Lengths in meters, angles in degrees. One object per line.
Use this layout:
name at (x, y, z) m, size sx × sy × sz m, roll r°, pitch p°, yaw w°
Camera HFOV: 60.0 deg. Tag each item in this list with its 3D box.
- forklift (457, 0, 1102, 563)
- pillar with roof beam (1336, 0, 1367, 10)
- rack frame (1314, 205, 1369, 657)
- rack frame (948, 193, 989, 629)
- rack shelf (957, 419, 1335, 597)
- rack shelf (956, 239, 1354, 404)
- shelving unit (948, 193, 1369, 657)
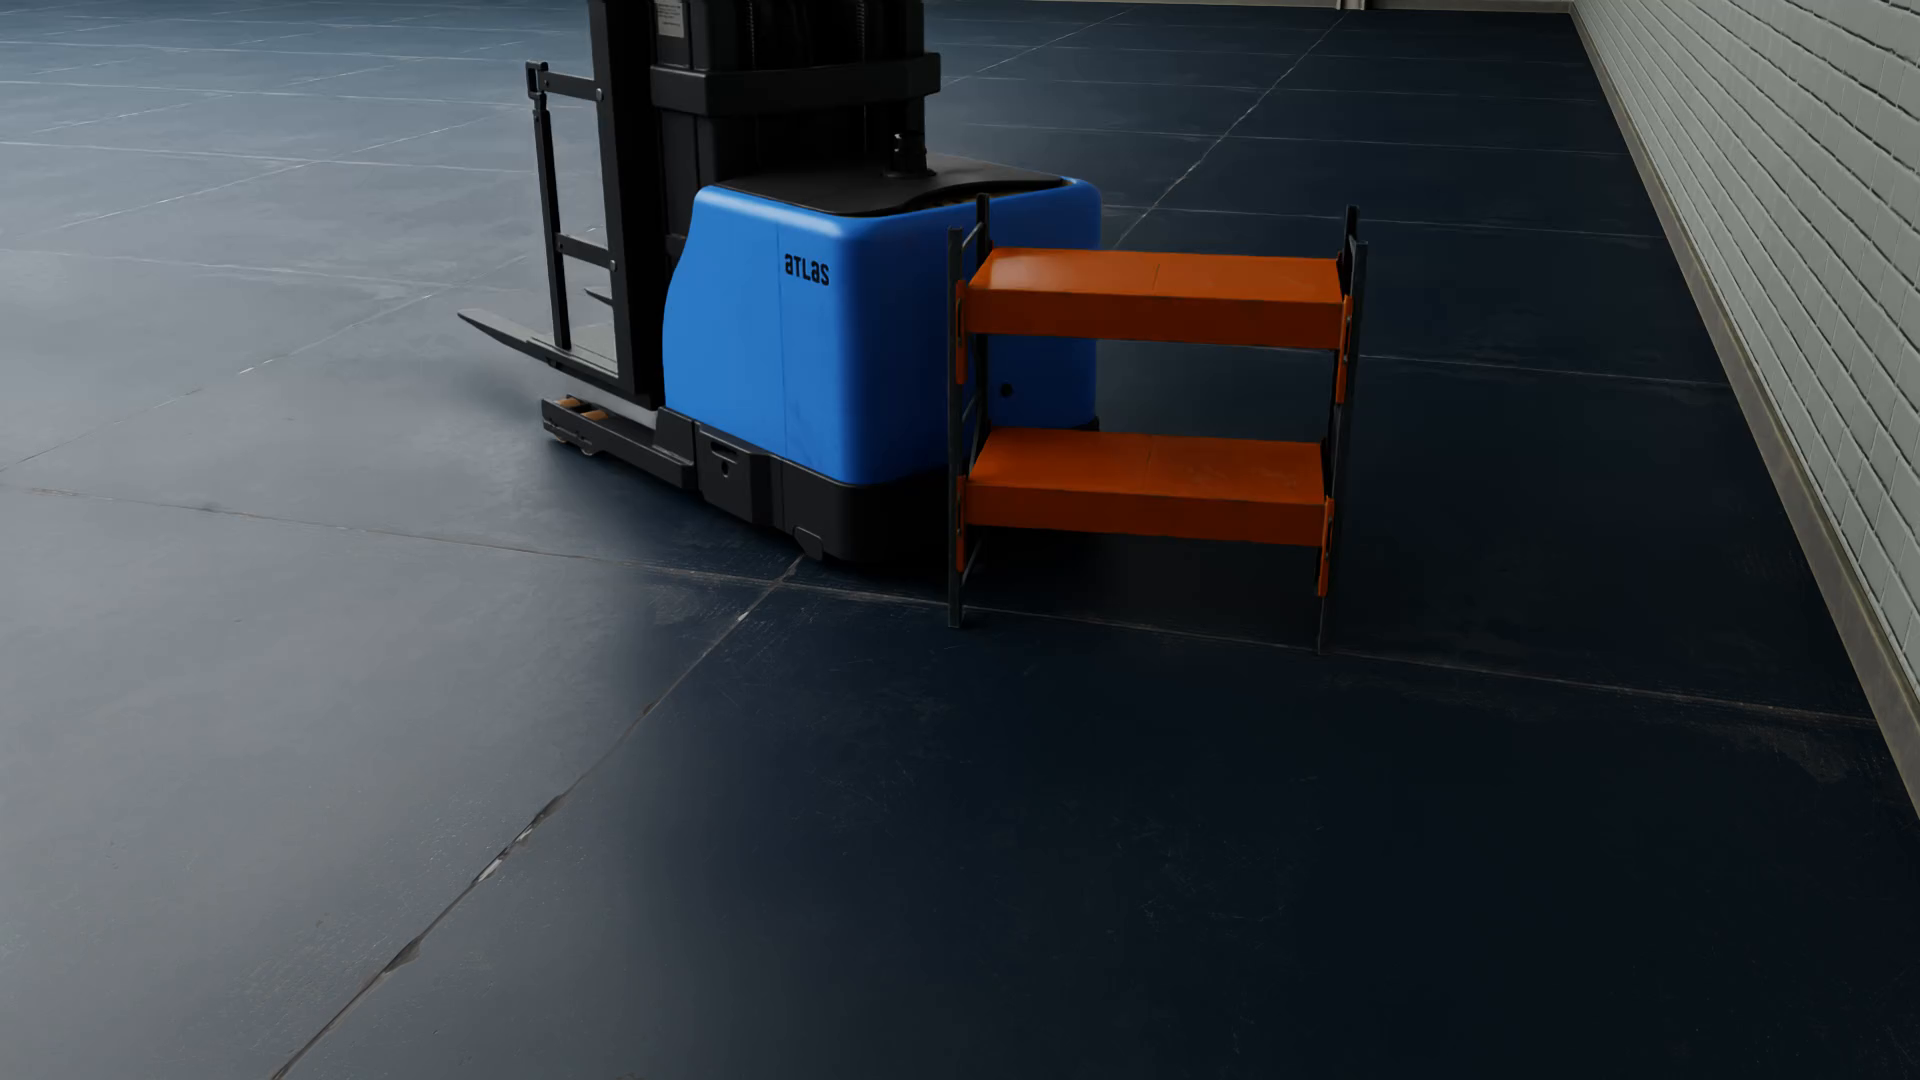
forklift at (-0.890, -1.769, 5.721) m, size 1.130 × 2.935 × 3.031 m, roll -18°, pitch 29°, yaw -37°
pillar with roof beam at (4.365, -10.217, 18.321) m, size 0.400 × 9.000 × 9.100 m, roll 7°, pitch 23°, yaw 16°
rack frame at (1.028, -0.299, 4.516) m, size 0.032 × 1.125 × 0.500 m, roll 4°, pitch 23°, yaw 9°
rack frame at (0.026, -0.364, 4.676) m, size 0.032 × 1.125 × 0.500 m, roll 4°, pitch 23°, yaw 9°
rack shelf at (0.527, -0.105, 4.689) m, size 1.000 × 0.278 × 0.538 m, roll 4°, pitch 23°, yaw 9°
rack shelf at (0.527, -0.602, 4.485) m, size 1.000 × 0.278 × 0.538 m, roll 4°, pitch 23°, yaw 9°
shelving unit at (0.527, -0.332, 4.596) m, size 1.048 × 1.125 × 0.538 m, roll 4°, pitch 23°, yaw 9°
